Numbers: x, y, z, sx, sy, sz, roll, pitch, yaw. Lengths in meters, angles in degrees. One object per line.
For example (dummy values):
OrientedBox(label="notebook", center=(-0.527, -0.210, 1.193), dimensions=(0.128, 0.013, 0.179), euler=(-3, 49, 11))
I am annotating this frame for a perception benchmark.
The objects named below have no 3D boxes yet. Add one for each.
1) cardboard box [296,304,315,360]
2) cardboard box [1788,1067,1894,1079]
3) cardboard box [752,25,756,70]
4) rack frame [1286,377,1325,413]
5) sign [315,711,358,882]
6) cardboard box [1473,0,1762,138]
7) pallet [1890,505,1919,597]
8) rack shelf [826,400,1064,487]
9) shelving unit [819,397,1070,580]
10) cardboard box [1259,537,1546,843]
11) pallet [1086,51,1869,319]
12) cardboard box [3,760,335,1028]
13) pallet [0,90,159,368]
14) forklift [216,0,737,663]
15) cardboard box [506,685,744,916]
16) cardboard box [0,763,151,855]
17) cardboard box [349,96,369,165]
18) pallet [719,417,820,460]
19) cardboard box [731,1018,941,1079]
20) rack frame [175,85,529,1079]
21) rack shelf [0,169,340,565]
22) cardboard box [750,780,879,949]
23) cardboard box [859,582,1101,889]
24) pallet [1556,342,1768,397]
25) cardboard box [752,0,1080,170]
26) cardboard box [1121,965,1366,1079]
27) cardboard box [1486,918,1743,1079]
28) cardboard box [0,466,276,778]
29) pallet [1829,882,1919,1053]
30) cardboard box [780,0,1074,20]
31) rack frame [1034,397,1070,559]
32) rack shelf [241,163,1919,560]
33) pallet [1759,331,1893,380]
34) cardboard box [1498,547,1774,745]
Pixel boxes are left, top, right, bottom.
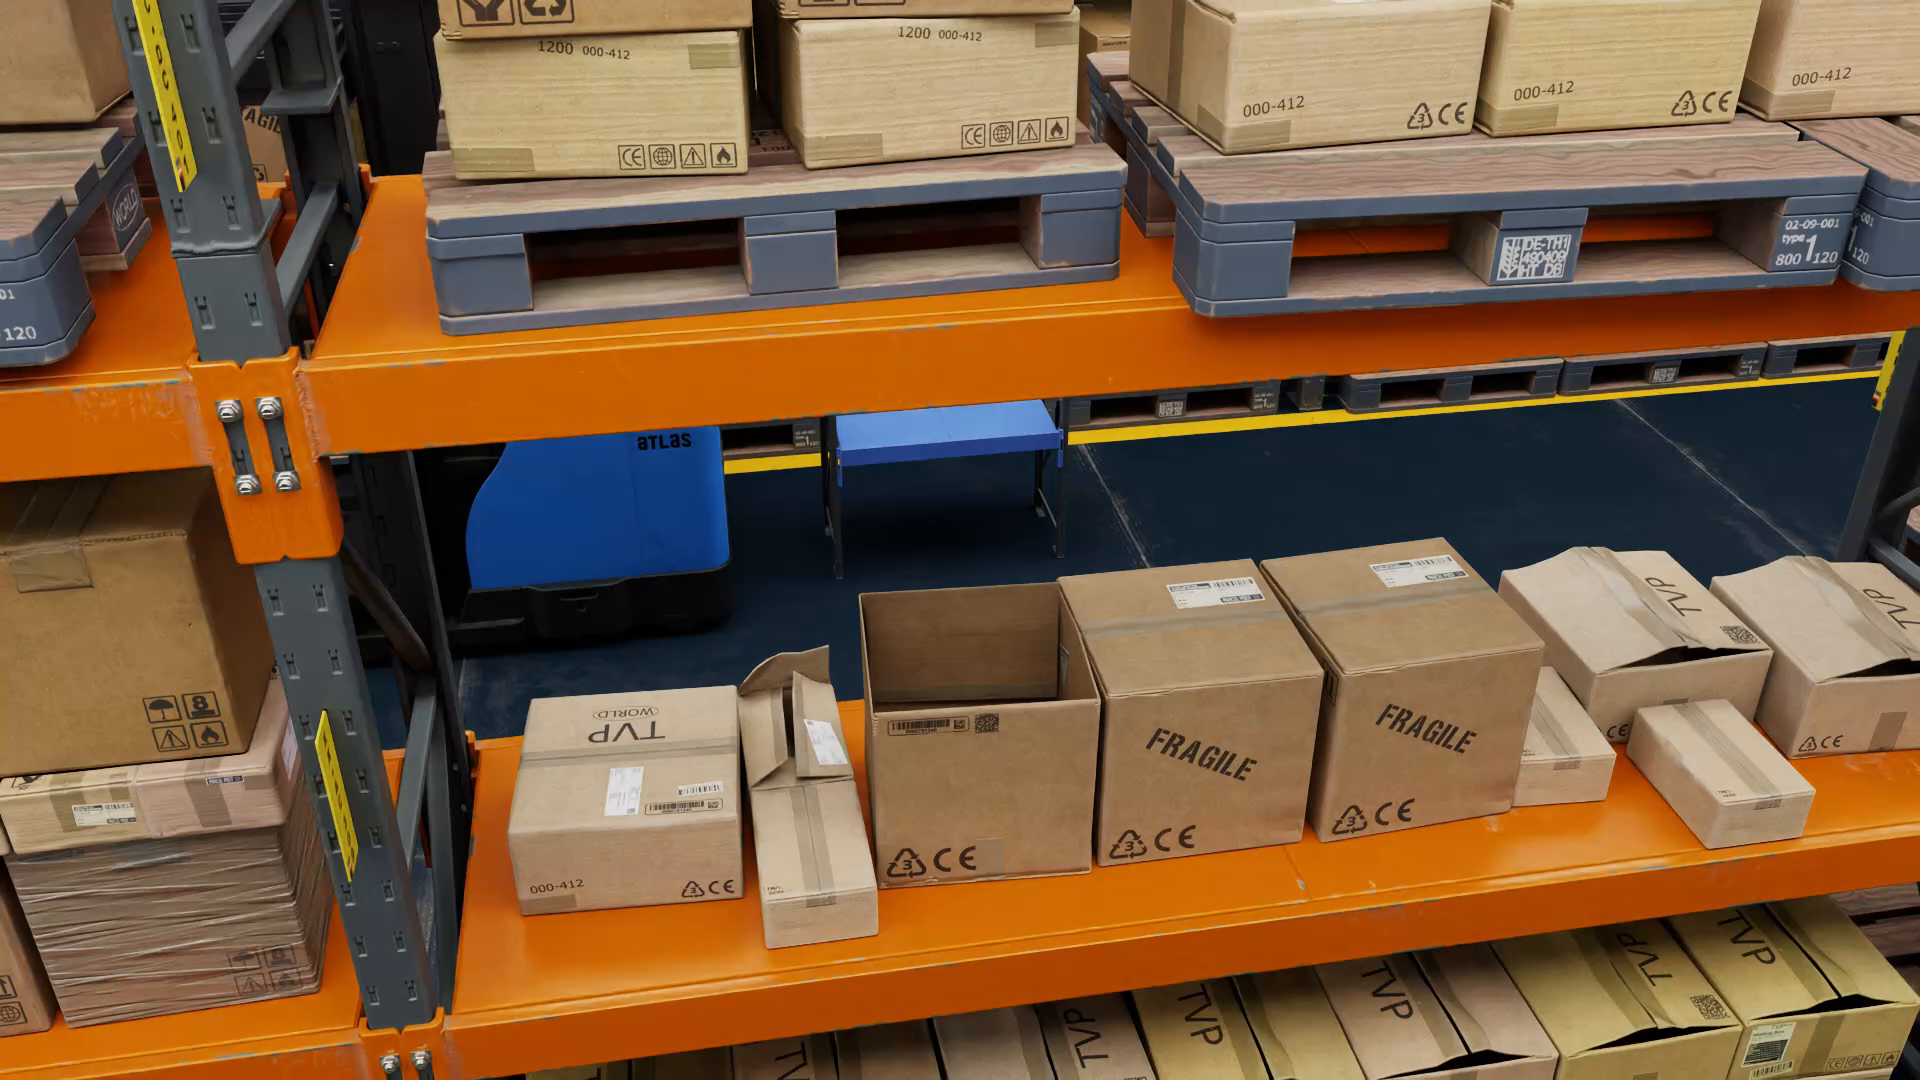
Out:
OrientedBox(label="cardboard box", center=(-3.154, -0.863, 8.291), dimensions=(0.500, 0.500, 0.500), euler=(-8, 31, -13))
OrientedBox(label="cardboard box", center=(2.216, 1.412, 4.687), dimensions=(0.500, 0.250, 0.500), euler=(-5, 31, -8))
OrientedBox(label="cardboard box", center=(-1.083, -2.175, 7.958), dimensions=(0.500, 0.500, 0.700), euler=(-2, 31, -4))
OrientedBox(label="rack frame", center=(1.794, -2.231, 8.585), dimensions=(0.127, 3.000, 1.000), euler=(-5, 31, -9))
OrientedBox(label="sign", center=(-1.143, 0.473, 3.054), dimensions=(0.005, 0.325, 0.100), euler=(-5, 31, -9))
OrientedBox(label="cardboard box", center=(1.177, -0.998, 3.262), dimensions=(0.500, 0.250, 0.500), euler=(-6, 31, -10))
OrientedBox(label="pallet", center=(3.344, 0.224, 4.598), dimensions=(1.003, 0.211, 1.213), euler=(-5, 31, -9))
OrientedBox(label="rack shelf", center=(-0.084, -0.484, 7.448), dimensions=(1.000, 0.185, 0.538), euler=(-5, 31, -9))
OrientedBox(label="shelving unit", center=(-0.084, -0.639, 7.357), dimensions=(1.048, 1.500, 0.538), euler=(-5, 31, -9))
OrientedBox(label="cardboard box", center=(1.042, 0.357, 4.085), dimensions=(0.500, 0.500, 0.500), euler=(-7, 31, -12))
OrientedBox(label="pallet", center=(0.939, -0.763, 3.315), dimensions=(1.213, 0.211, 1.003), euler=(-4, 31, -7))
OrientedBox(label="cardboard box", center=(-1.680, 0.604, 3.664), dimensions=(0.500, 0.500, 0.700), euler=(-6, 31, -10))
OrientedBox(label="pallet", center=(-2.079, -0.560, 2.872), dimensions=(1.213, 0.211, 1.003), euler=(-5, 31, -9))
OrientedBox(label="forklift", center=(-2.524, -1.007, 6.571), dimensions=(3.031, 2.935, 1.130), euler=(-5, 31, -8))
OrientedBox(label="cardboard box", center=(-0.768, 0.602, 3.916), dimensions=(0.500, 0.250, 0.500), euler=(-3, 31, -6))
OrientedBox(label="cardboard box", center=(-1.717, 0.434, 3.314), dimensions=(0.250, 0.149, 0.380), euler=(-6, 31, -10))
OrientedBox(label="cardboard box", center=(-2.550, -1.936, 7.471), dimensions=(0.500, 0.500, 0.500), euler=(-5, 31, -9))
OrientedBox(label="pallet", center=(-1.375, -0.736, 8.793), dimensions=(1.213, 0.211, 1.003), euler=(-5, 31, -9))
OrientedBox(label="cardboard box", center=(-0.300, 1.410, 4.139), dimensions=(0.500, 0.311, 0.500), euler=(-6, 31, -10))
OrientedBox(label="rack frame", center=(-1.245, 0.604, 3.764), dimensions=(0.127, 3.000, 1.000), euler=(-5, 31, -9))
OrientedBox(label="rack shelf", center=(-3.212, -0.197, 2.876), dimensions=(4.000, 0.370, 1.077), euler=(-5, 31, -9))
OrientedBox(label="cardboard box", center=(-0.336, 0.733, 3.792), dimensions=(0.250, 0.149, 0.380), euler=(-5, 31, -9))
OrientedBox(label="cardboard box", center=(0.032, 0.450, 3.926), dimensions=(0.500, 0.500, 0.500), euler=(-3, 31, -5))
OrientedBox(label="pallet", center=(3.781, -1.173, 9.537), dimensions=(1.213, 0.211, 1.003), euler=(-5, 31, -9))
OrientedBox(label="cardboard box", center=(-0.097, -0.909, 3.110), dimensions=(0.500, 0.250, 0.500), euler=(-8, 31, -14))
OrientedBox(label="cardboard box", center=(0.719, 1.312, 4.305), dimensions=(0.500, 0.311, 0.500), euler=(-4, 31, -8))
OrientedBox(label="cardboard box", center=(1.709, 1.222, 4.457), dimensions=(0.500, 0.311, 0.500), euler=(-6, 31, -10))
OrientedBox(label="cardboard box", center=(-1.680, 0.045, 3.336), dimensions=(0.500, 0.500, 0.700), euler=(-5, 31, -9))
OrientedBox(label="pallet", center=(3.431, 1.391, 5.176), dimensions=(1.213, 0.211, 1.003), euler=(-5, 31, -9))
OrientedBox(label="cardboard box", center=(-0.075, -1.229, 2.916), dimensions=(0.500, 0.500, 0.500), euler=(-2, 31, -4))
OrientedBox(label="rack frame", center=(0.416, -0.685, 7.436), dimensions=(0.032, 1.500, 0.500), euler=(-5, 31, -9))
OrientedBox(label="rack shelf", center=(0.723, -0.562, 3.497), dimensions=(4.000, 0.370, 1.077), euler=(-5, 31, -9))
OrientedBox(label="pallet", center=(4.983, -1.286, 9.729), dimensions=(1.213, 0.211, 1.003), euler=(-5, 31, -9))
OrientedBox(label="cardboard box", center=(1.775, 0.262, 4.433), dimensions=(0.500, 0.311, 0.500), euler=(-6, 31, -10))
